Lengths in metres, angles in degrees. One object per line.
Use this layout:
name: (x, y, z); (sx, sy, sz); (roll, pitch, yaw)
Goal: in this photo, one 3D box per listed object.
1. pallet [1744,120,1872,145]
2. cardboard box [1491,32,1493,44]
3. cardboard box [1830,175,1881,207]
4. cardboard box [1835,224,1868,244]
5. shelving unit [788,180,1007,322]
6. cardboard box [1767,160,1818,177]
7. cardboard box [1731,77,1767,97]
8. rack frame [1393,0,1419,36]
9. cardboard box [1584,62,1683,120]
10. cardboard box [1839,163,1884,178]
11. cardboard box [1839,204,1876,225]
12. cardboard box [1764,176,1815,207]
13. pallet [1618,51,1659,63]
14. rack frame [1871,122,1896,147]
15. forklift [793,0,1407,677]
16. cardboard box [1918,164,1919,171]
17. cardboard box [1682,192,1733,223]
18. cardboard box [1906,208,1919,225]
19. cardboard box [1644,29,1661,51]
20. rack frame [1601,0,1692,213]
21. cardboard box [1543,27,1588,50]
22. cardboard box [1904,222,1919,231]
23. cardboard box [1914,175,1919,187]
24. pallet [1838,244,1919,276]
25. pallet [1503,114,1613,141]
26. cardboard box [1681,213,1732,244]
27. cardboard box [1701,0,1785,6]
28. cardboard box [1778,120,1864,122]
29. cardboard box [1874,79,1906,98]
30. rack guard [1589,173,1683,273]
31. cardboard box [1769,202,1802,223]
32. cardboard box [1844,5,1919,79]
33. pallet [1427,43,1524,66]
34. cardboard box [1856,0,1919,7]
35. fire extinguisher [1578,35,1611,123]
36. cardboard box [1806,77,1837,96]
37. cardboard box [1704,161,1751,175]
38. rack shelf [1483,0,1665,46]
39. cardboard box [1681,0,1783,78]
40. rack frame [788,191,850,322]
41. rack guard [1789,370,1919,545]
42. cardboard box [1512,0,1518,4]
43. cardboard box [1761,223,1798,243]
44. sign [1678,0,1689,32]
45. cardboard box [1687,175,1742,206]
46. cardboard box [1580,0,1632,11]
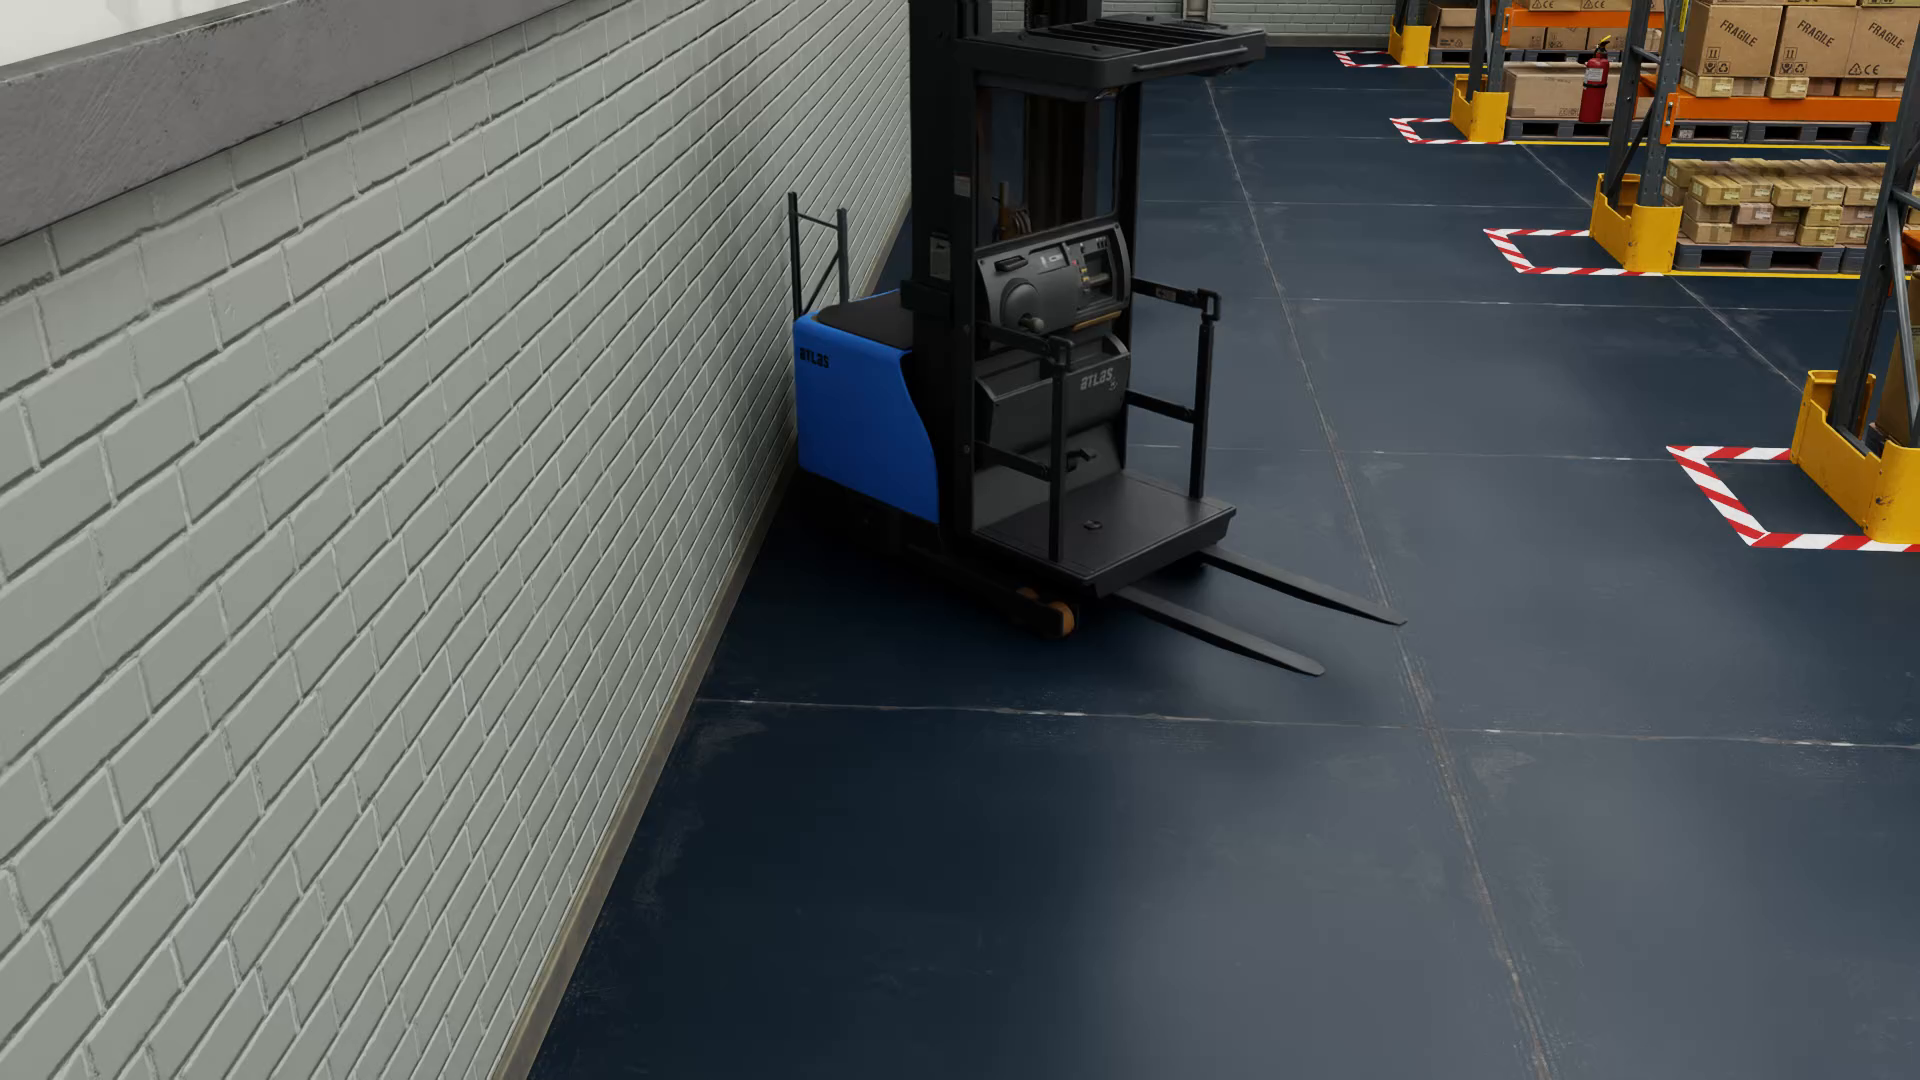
pallet: (8.749, -4.377, 17.510); (1.213, 0.211, 1.003); (2, 25, 4)
cardboard box: (6.913, -6.591, 21.893); (0.250, 0.149, 0.380); (1, 25, 2)
cardboard box: (6.786, -2.650, 12.617); (0.250, 0.149, 0.380); (3, 25, 6)
cardboard box: (6.756, -2.393, 12.769); (0.250, 0.149, 0.380); (2, 25, 4)
shelving unit: (-0.316, -1.156, 8.964); (1.048, 1.500, 0.538); (-18, 30, -34)
cardboard box: (6.550, -2.881, 13.120); (0.250, 0.149, 0.380); (1, 25, 2)
cardboard box: (5.790, -3.397, 12.344); (0.250, 0.149, 0.380); (3, 25, 6)
rack frame: (5.890, -7.784, 21.578); (0.127, 3.000, 1.000); (2, 25, 4)
cardboard box: (7.092, -4.737, 17.518); (0.875, 0.438, 0.875); (2, 25, 5)
cardboard box: (7.076, -2.841, 13.033); (0.250, 0.149, 0.380); (1, 25, 2)
cardboard box: (6.777, -2.530, 12.713); (0.250, 0.149, 0.380); (1, 25, 1)
cardboard box: (6.257, -2.636, 12.587); (0.250, 0.149, 0.380); (2, 25, 4)
pallet: (9.193, -6.411, 21.931); (1.213, 0.211, 1.003); (2, 25, 4)
rack frame: (9.502, -5.587, 16.804); (0.127, 3.000, 1.000); (2, 25, 4)
forklift: (0.574, -1.139, 7.220); (3.031, 2.935, 1.130); (23, 33, 40)
cardboard box: (7.582, -2.820, 12.987); (0.250, 0.149, 0.380); (1, 25, 2)
cardboard box: (5.738, -2.556, 12.768); (0.250, 0.149, 0.380); (3, 25, 6)
cardboard box: (7.319, -2.526, 12.703); (0.250, 0.149, 0.380); (3, 25, 6)
cardboard box: (8.944, -6.512, 21.581); (0.258, 0.266, 0.396); (3, 25, 6)
rack frame: (5.235, -3.649, 12.591); (0.127, 3.000, 1.000); (2, 25, 4)
cardboard box: (7.861, -6.678, 21.662); (0.500, 0.500, 0.500); (2, 25, 5)
cardboard box: (7.276, -2.350, 12.677); (0.250, 0.149, 0.380); (2, 25, 4)
cardboard box: (7.303, -2.654, 12.626); (0.250, 0.149, 0.380); (2, 25, 4)
pallet: (7.331, -2.299, 12.993); (1.213, 0.211, 1.003); (2, 25, 4)
pallet: (6.317, -4.455, 17.680); (1.213, 0.211, 1.003); (2, 25, 4)
cardboard box: (5.733, -2.394, 12.773); (0.250, 0.149, 0.380); (2, 25, 5)
cardboard box: (5.662, -4.158, 12.027); (0.500, 0.500, 0.500); (2, 25, 4)
cardboard box: (8.884, -4.679, 17.392); (0.875, 0.438, 0.875); (1, 25, 3)
cardboard box: (6.835, -3.376, 12.299); (0.250, 0.149, 0.380); (1, 25, 3)
rack guard: (5.311, -2.511, 13.108); (0.348, 0.500, 1.175); (2, 25, 4)
cardboard box: (6.257, -2.553, 12.761); (0.250, 0.149, 0.380); (2, 25, 5)
cardboard box: (6.685, -3.672, 12.167); (0.500, 0.500, 0.500); (2, 25, 5)
pallet: (6.760, -6.489, 22.101); (1.213, 0.211, 1.003); (2, 25, 4)
cardboard box: (6.683, -4.119, 11.942); (0.500, 0.500, 0.500); (1, 25, 3)
fire extinguisher: (5.019, -3.645, 13.121); (0.183, 0.674, 0.296); (2, 25, 4)
cardboard box: (6.323, -3.415, 12.383); (0.250, 0.149, 0.380); (3, 25, 6)
cardboard box: (6.028, -2.871, 13.098); (0.250, 0.149, 0.380); (2, 25, 5)
rack shelf: (7.507, -5.324, 17.093); (4.000, 0.370, 1.077); (2, 25, 4)
cardboard box: (5.662, -3.700, 12.227); (0.500, 0.500, 0.500); (3, 25, 6)
rack frame: (-0.719, -1.027, 8.683); (0.032, 1.500, 0.500); (-18, 30, -34)
rack guard: (4.731, -0.450, 8.630); (0.348, 0.500, 1.175); (2, 25, 4)
cardboard box: (6.014, -5.855, 17.267); (0.500, 0.500, 0.500); (2, 25, 4)
cardboard box: (6.248, -2.415, 12.818); (0.250, 0.149, 0.380); (2, 25, 5)
sign: (5.194, -3.816, 11.919); (0.005, 0.325, 0.100); (2, 25, 4)
cardboard box: (5.731, -2.656, 12.631); (0.250, 0.149, 0.380); (1, 25, 2)
cardboard box: (6.476, -5.621, 16.757); (0.500, 0.500, 0.500); (1, 25, 3)
